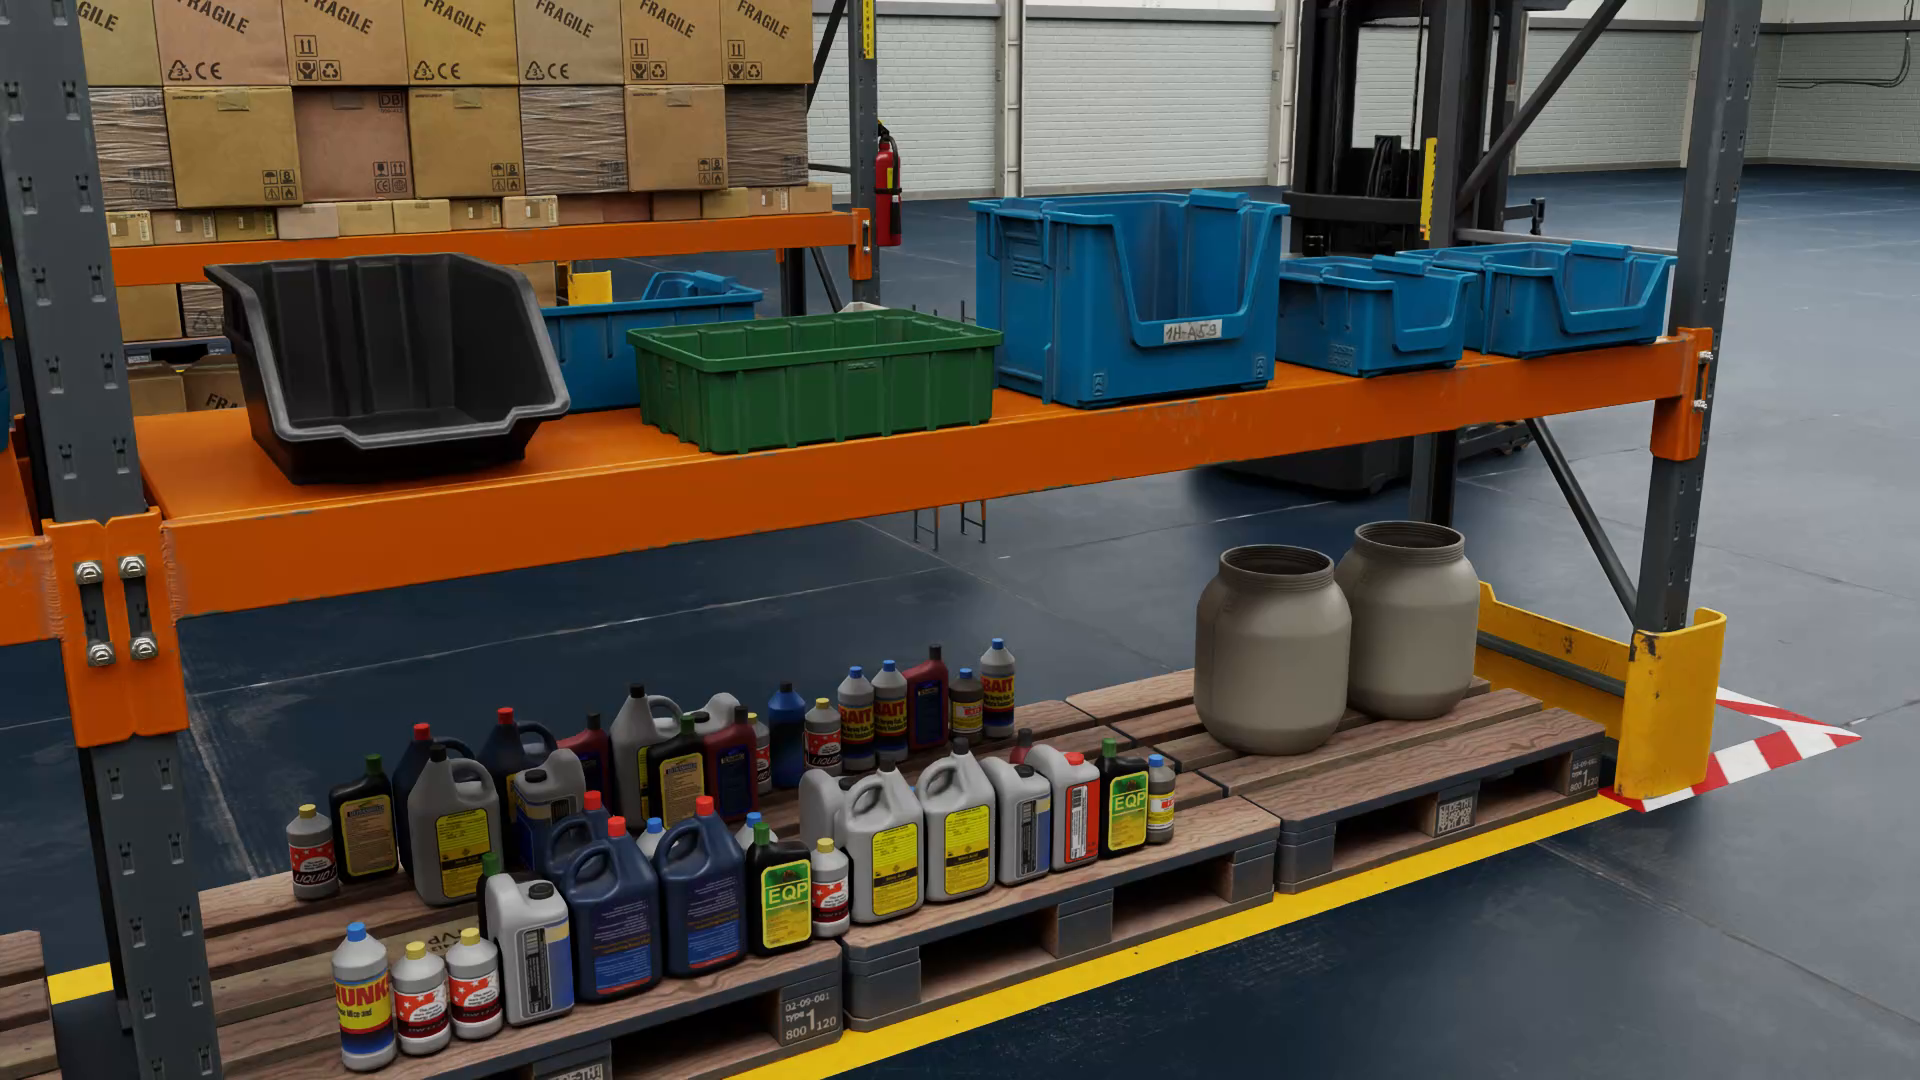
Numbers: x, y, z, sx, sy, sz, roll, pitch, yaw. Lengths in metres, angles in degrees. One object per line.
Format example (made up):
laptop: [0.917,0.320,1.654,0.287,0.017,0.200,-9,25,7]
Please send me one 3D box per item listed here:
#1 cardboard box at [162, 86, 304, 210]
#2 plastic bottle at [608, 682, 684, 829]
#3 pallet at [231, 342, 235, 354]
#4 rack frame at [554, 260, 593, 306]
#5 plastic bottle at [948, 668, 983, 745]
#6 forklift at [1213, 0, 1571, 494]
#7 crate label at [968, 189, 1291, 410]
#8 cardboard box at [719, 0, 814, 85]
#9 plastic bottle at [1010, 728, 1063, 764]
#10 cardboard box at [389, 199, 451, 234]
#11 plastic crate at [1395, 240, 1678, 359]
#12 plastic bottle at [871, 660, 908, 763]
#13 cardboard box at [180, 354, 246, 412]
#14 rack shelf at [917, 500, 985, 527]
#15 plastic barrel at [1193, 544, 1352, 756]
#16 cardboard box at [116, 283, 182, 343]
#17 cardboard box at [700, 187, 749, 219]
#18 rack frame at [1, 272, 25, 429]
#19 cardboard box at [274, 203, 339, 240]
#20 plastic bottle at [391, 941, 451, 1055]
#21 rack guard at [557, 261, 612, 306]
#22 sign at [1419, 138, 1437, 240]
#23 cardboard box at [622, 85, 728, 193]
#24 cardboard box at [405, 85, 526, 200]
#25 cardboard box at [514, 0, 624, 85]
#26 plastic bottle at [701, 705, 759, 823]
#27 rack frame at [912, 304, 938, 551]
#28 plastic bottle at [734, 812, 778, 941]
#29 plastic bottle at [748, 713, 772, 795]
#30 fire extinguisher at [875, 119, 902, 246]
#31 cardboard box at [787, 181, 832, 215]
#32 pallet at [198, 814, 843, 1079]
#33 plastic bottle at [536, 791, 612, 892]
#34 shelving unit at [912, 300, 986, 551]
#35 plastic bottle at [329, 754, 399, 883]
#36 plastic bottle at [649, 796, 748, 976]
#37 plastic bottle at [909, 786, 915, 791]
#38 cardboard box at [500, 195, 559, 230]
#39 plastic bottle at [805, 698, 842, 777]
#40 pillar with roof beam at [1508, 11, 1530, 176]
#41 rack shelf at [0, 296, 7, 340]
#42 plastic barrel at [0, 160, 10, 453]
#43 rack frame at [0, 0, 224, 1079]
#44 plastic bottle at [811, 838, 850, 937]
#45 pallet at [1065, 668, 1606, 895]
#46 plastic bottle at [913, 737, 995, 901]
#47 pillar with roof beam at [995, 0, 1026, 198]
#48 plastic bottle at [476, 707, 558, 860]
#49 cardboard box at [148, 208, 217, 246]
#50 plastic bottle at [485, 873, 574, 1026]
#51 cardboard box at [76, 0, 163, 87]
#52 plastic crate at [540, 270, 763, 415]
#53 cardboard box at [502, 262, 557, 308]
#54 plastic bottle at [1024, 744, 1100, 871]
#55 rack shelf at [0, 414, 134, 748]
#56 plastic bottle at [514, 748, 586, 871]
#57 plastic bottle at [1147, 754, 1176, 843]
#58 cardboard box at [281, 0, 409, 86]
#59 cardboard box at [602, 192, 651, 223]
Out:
cardboard box: [-3.296,-1.765,7.414,0.500,0.500,0.875,-9,18,-30]
plastic bottle: [-0.765,0.518,4.099,0.185,0.351,0.144,-9,18,-30]
pallet: [-4.889,-1.541,12.518,1.213,0.211,1.003,-9,18,-30]
rack frame: [-3.199,-3.182,13.204,0.127,3.000,1.000,-9,18,-30]
plastic bottle: [0.016,0.455,4.597,0.097,0.201,0.097,0,16,0]
forklift: [2.540,-1.959,8.968,1.130,2.935,3.031,15,21,42]
crate label: [0.381,-0.573,3.831,0.616,0.435,0.502,-9,18,-30]
cardboard box: [-1.076,-2.560,8.394,0.500,0.500,0.500,-9,18,-30]
plastic bottle: [0.185,0.583,3.992,0.133,0.283,0.061,-9,18,-30]
cardboard box: [-2.542,-1.515,7.723,0.250,0.149,0.380,-9,18,-30]
plastic crate: [1.544,-0.664,4.497,0.616,0.251,0.499,-9,18,-30]
plastic bottle: [-0.189,0.455,4.469,0.097,0.271,0.097,0,16,0]
cardboard box: [-3.310,-0.591,7.813,0.500,0.500,0.500,-3,16,-12]
rack shelf: [-0.046,-0.220,7.319,0.240,0.259,0.215,-9,18,-30]
plastic barrel: [0.865,0.300,4.613,0.421,0.512,0.421,0,16,0]
cardboard box: [-6.053,-1.876,11.704,0.875,0.875,0.875,-9,18,-29]
cardboard box: [-1.272,-1.731,8.492,0.250,0.149,0.380,-9,18,-30]
rack frame: [-4.160,-1.464,7.076,0.127,3.000,1.000,-9,18,-30]
cardboard box: [-2.955,-1.439,7.450,0.250,0.149,0.380,-9,18,-30]
plastic bottle: [-1.024,0.860,3.153,0.097,0.201,0.097,0,16,0]
rack guard: [-3.179,-1.982,13.553,0.348,0.500,1.175,-9,18,-30]
sign: [1.540,-1.136,5.391,0.005,0.325,0.100,-9,18,-30]
cardboard box: [-1.584,-2.044,8.409,0.500,0.500,0.875,-9,18,-30]
cardboard box: [-2.470,-1.918,7.959,0.500,0.500,0.875,-9,18,-30]
cardboard box: [-1.931,-2.420,7.896,0.500,0.500,0.500,-9,18,-30]
plastic bottle: [-0.568,0.553,4.098,0.133,0.283,0.061,-9,18,-30]
rack frame: [-0.150,-0.481,7.181,0.008,1.050,0.200,-9,18,-30]
plastic bottle: [-0.435,0.712,3.552,0.097,0.271,0.097,0,16,0]
plastic bottle: [-0.536,0.545,4.278,0.097,0.201,0.097,0,16,0]
fire extinguisher: [-0.396,-1.892,8.747,0.183,0.674,0.296,-9,18,-30]
cardboard box: [-0.870,-1.812,8.782,0.250,0.149,0.380,-9,18,-30]
pallet: [-1.012,0.941,3.663,1.213,0.211,1.003,-9,18,-30]
plastic bottle: [-0.778,0.696,3.463,0.185,0.351,0.144,-9,18,-30]
shelving unit: [-0.046,-0.498,7.242,0.252,1.050,0.215,-9,18,-30]
plastic bottle: [-1.367,0.635,3.806,0.133,0.283,0.061,-8,18,-27]
plastic bottle: [-0.542,0.703,3.438,0.185,0.351,0.144,-10,19,-32]
plastic bottle: [-0.118,0.668,3.839,0.097,0.201,0.097,0,16,0]
cardboard box: [-2.101,-1.579,7.951,0.250,0.149,0.380,-9,18,-30]
plastic bottle: [-0.360,0.516,4.380,0.097,0.201,0.097,0,16,0]
pillar with roof beam: [13.334,-10.802,29.271,0.400,9.000,9.100,-9,18,-30]
rack shelf: [-5.875,-0.840,6.182,4.000,0.370,1.077,-9,18,-30]
plastic barrel: [-2.097,-0.576,2.979,0.708,0.901,0.600,-9,18,-30]
rack frame: [-1.610,-0.318,2.988,0.127,3.000,1.000,-9,18,-30]
plastic bottle: [-0.287,0.741,3.579,0.097,0.201,0.097,0,16,0]
pallet: [1.079,0.601,4.873,1.213,0.211,1.003,-9,18,-30]
plastic bottle: [-0.018,0.618,3.741,0.185,0.351,0.144,-8,18,-27]
pillar with roof beam: [3.047,-9.134,23.321,0.400,9.000,9.100,-9,18,-30]
plastic bottle: [-1.042,0.562,3.939,0.185,0.351,0.144,-10,19,-32]
cardboard box: [-3.400,-1.377,7.229,0.250,0.149,0.380,-9,18,-30]
plastic bottle: [-0.848,0.787,3.276,0.135,0.276,0.152,-8,18,-28]
cardboard box: [-3.644,-2.141,6.901,0.500,0.500,0.500,-9,18,-30]
plastic crate: [-0.801,-0.463,3.781,0.616,0.251,0.499,-9,18,-30]
cardboard box: [-3.747,-2.252,13.043,0.875,0.875,0.875,-9,18,-29]
plastic bottle: [0.240,0.611,3.905,0.135,0.276,0.152,-9,18,-29]
rack shelf: [-3.324,0.306,2.094,4.000,0.370,1.077,-9,18,-30]
plastic bottle: [-0.944,0.629,3.839,0.135,0.276,0.152,-9,18,-30]
plastic bottle: [0.471,0.618,4.018,0.097,0.201,0.097,0,16,0]
cardboard box: [-2.787,-2.280,7.398,0.500,0.500,0.500,-9,18,-30]
cardboard box: [-1.730,-1.674,8.291,0.250,0.149,0.380,-9,18,-30]
